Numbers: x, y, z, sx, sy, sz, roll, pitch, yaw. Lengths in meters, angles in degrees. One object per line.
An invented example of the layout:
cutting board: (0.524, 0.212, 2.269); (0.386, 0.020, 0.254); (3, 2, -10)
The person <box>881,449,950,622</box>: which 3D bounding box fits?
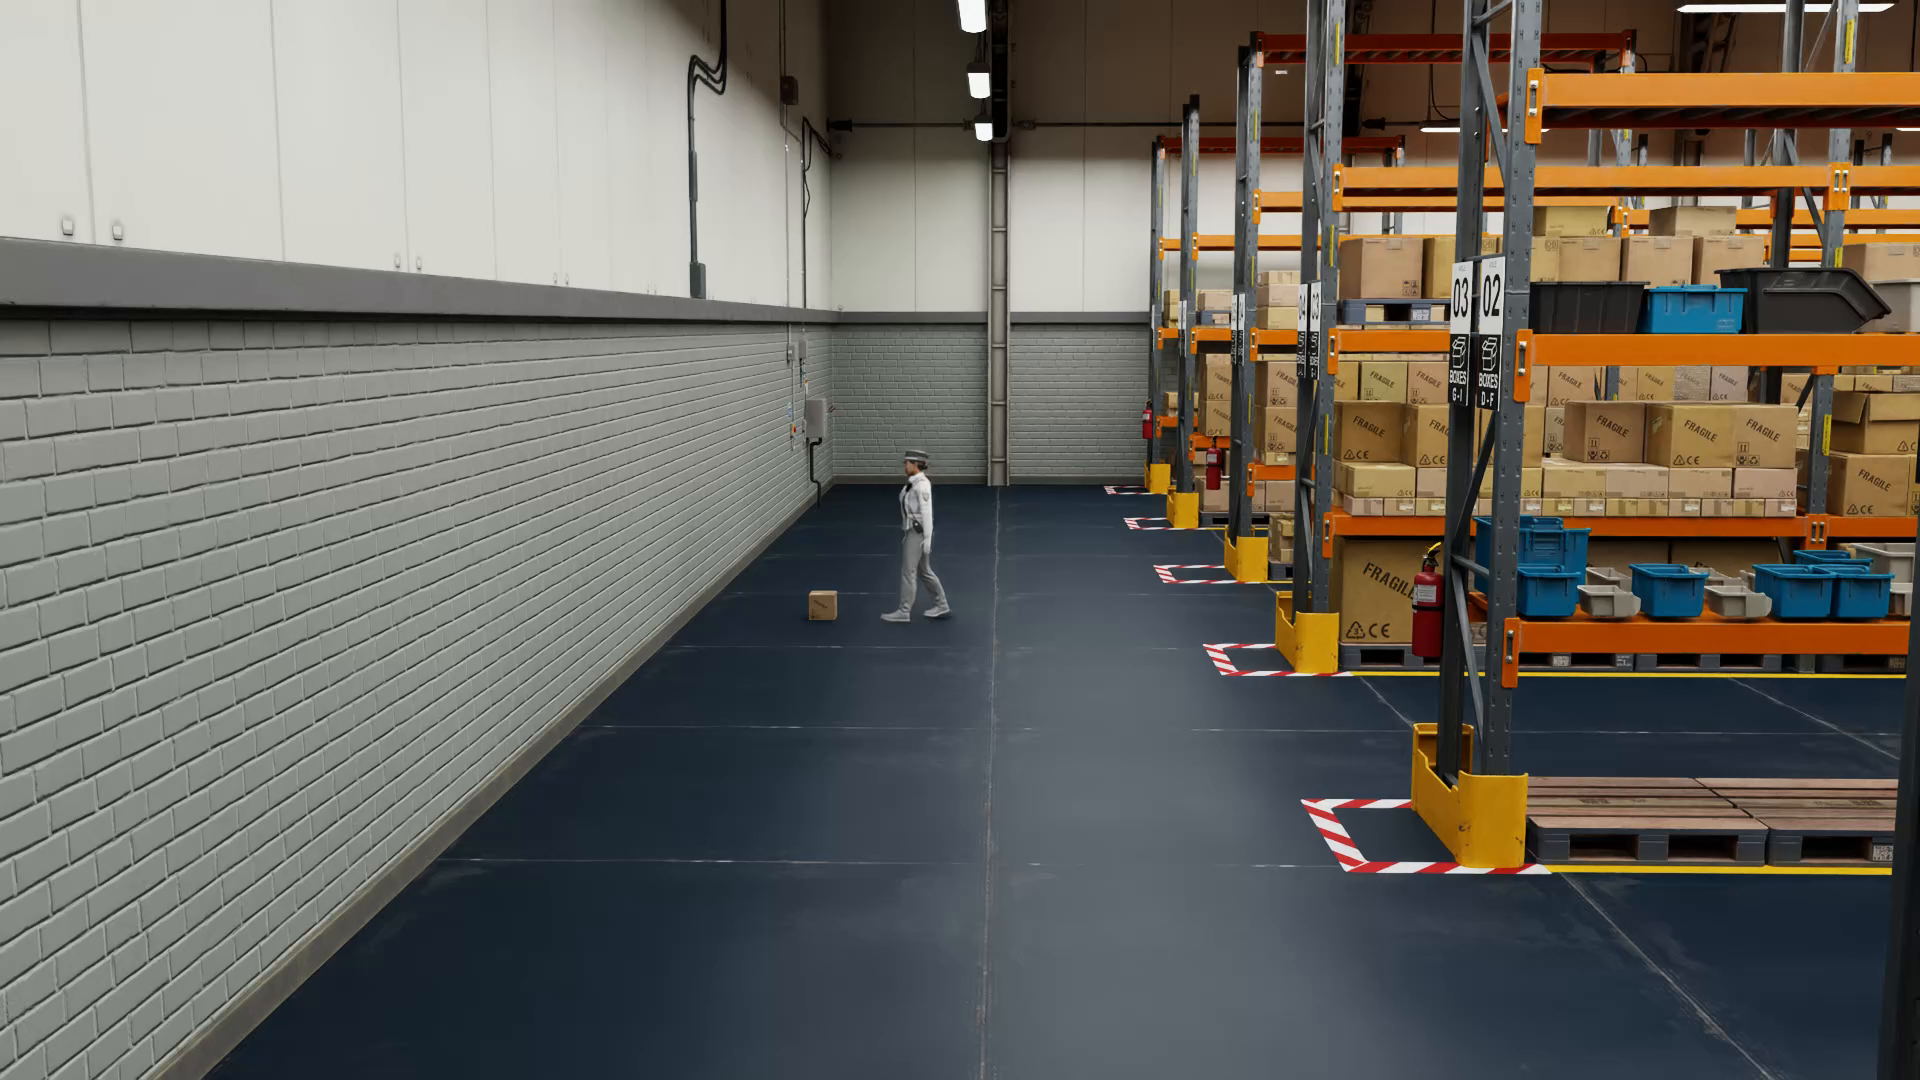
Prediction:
person: (-0.435, -0.052, 16.097); (0.716, 1.647, 0.507); (-1, 7, -11)
